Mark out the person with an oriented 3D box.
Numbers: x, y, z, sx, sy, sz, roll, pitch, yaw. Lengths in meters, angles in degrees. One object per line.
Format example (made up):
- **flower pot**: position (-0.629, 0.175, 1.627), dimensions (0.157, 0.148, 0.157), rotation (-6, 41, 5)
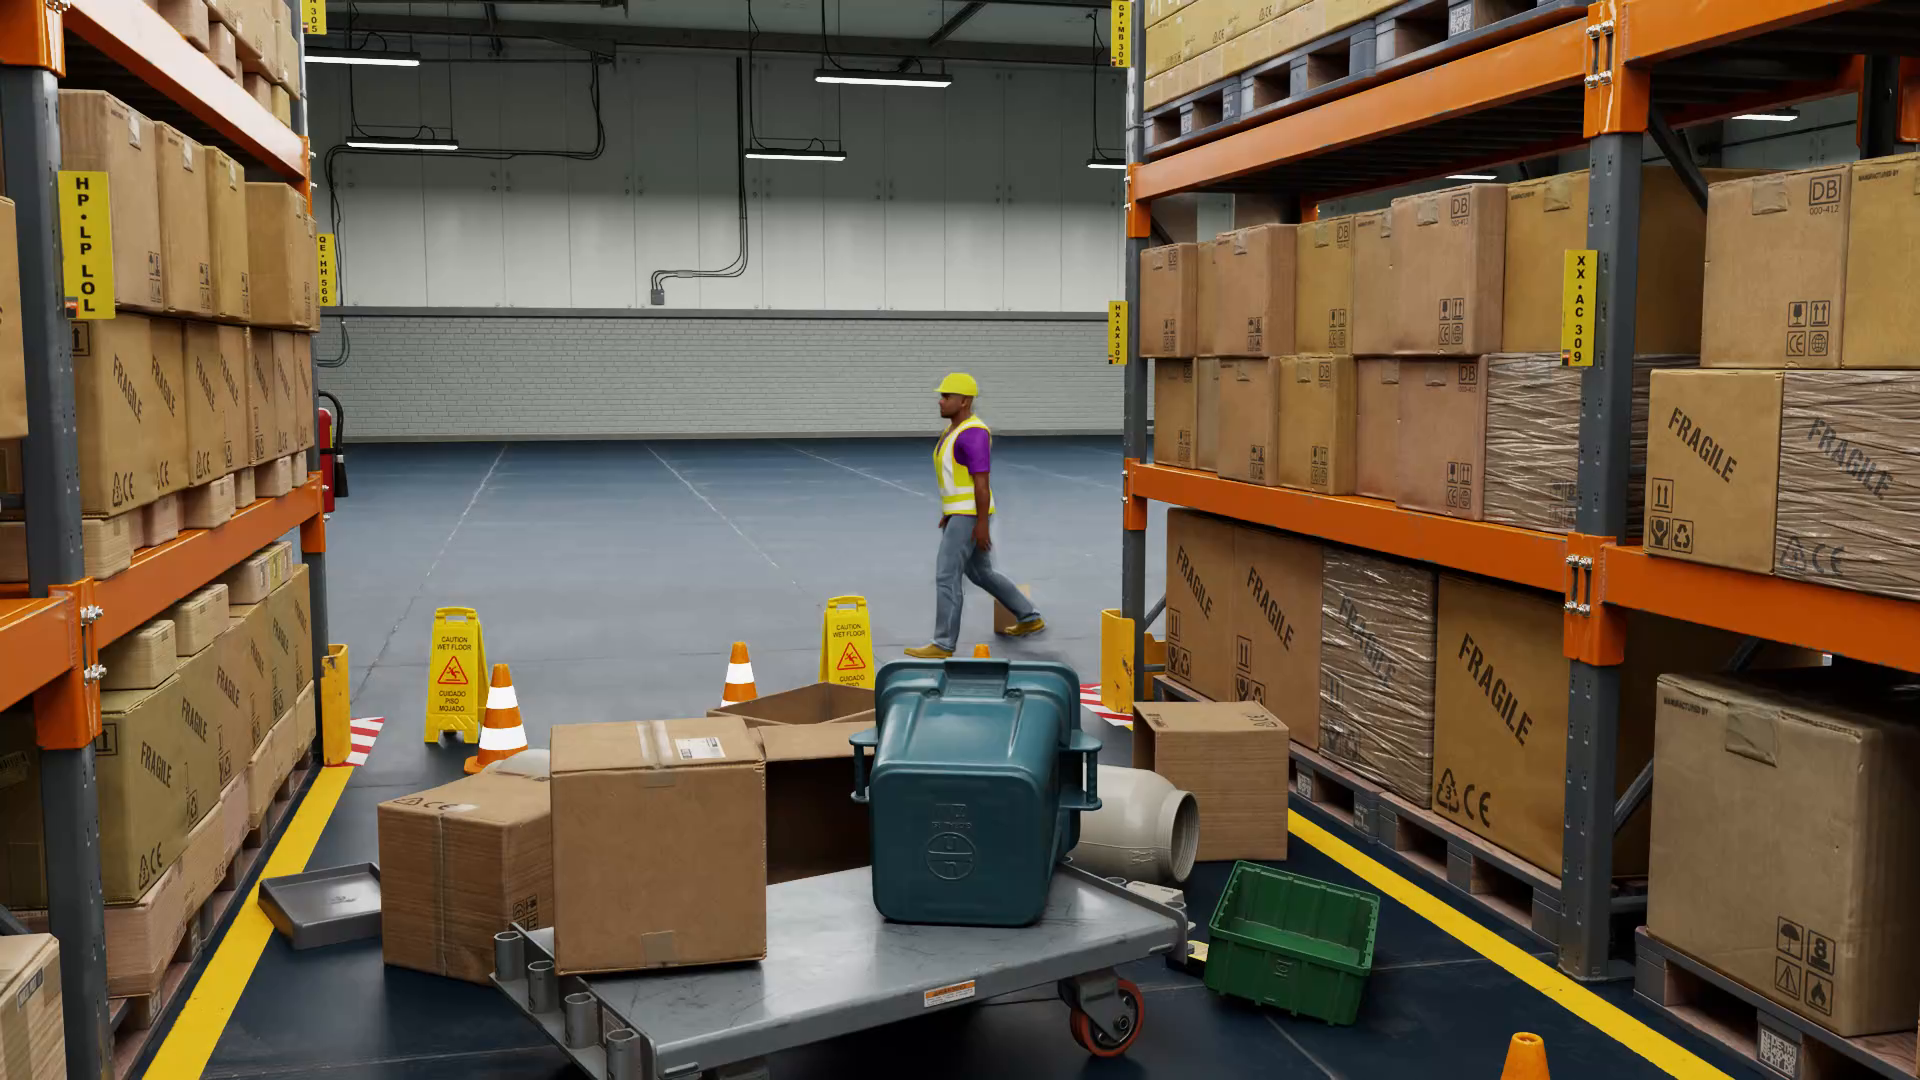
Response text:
- **person**: position (0.091, -0.148, 10.227), dimensions (0.920, 1.753, 0.603), rotation (-1, 6, -7)
